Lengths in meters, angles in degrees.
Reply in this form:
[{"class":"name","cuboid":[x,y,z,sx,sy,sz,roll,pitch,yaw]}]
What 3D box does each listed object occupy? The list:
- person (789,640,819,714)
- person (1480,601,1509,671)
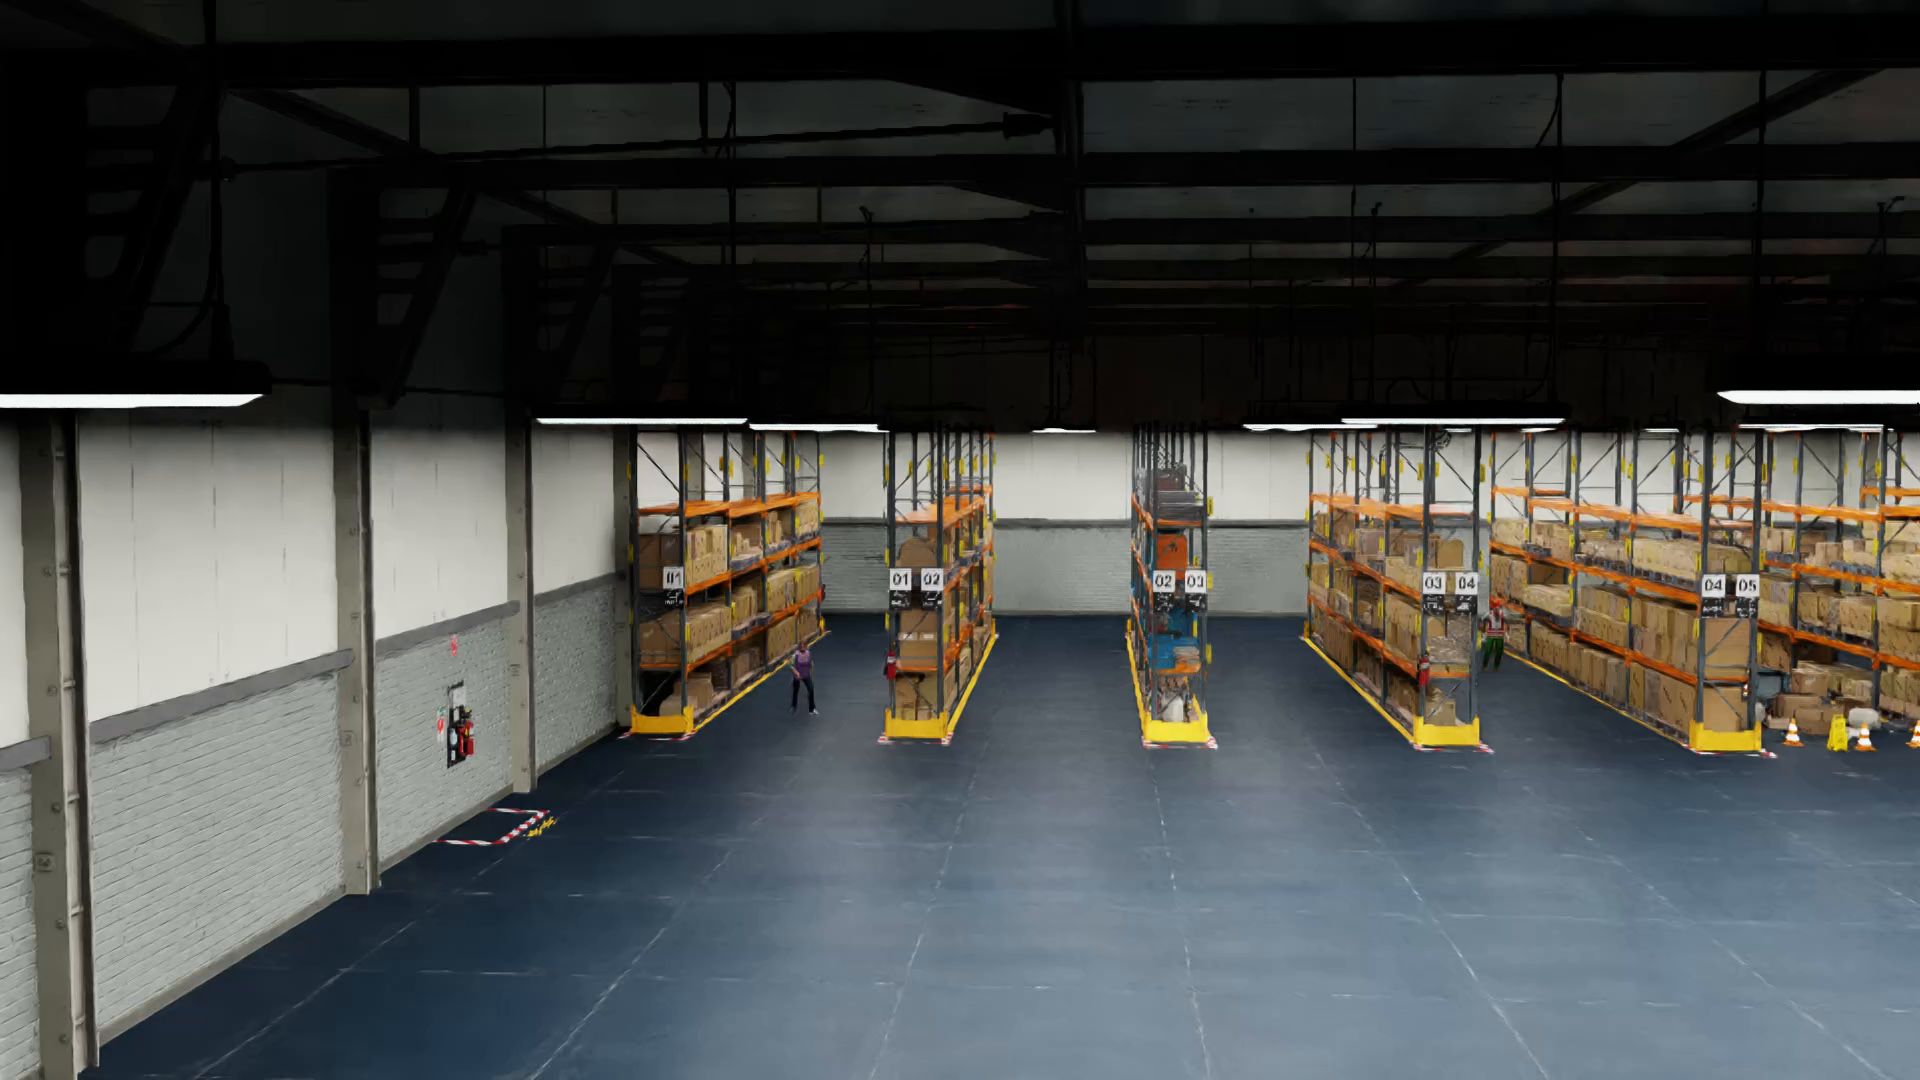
[{"class":"person","cuboid":[-3.221,2.847,34.065,0.569,1.419,0.774,-1,4,-14]},{"class":"person","cuboid":[12.918,2.318,40.181,0.678,1.741,0.546,0,4,3]}]
